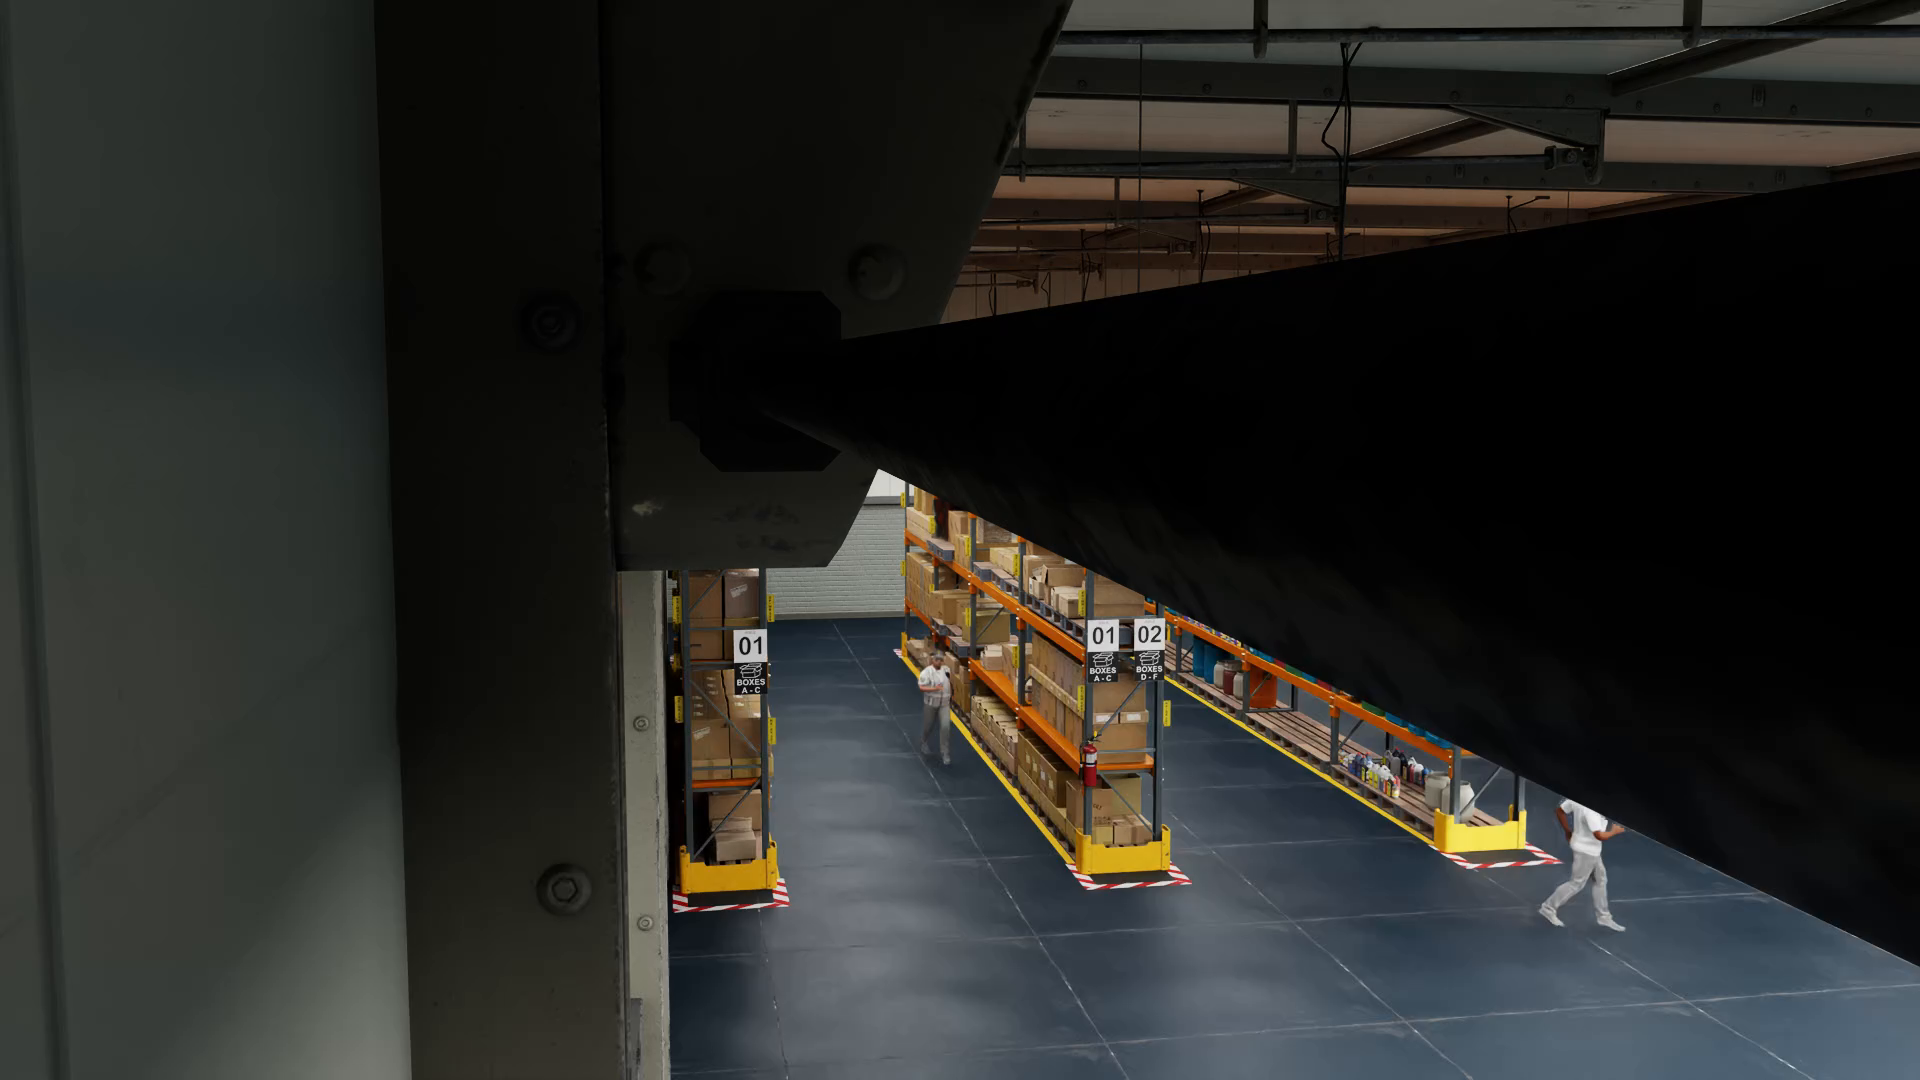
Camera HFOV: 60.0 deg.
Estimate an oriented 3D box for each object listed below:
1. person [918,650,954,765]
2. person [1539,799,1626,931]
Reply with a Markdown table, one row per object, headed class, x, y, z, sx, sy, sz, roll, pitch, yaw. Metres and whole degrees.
| class | x | y | z | sx | sy | sz | roll | pitch | yaw |
| --- | --- | --- | --- | --- | --- | --- | --- | --- | --- |
| person | -0.390 | 2.647 | 26.843 | 0.650 | 1.790 | 0.959 | -2 | 6 | -20 |
| person | 6.990 | 3.495 | 18.616 | 0.950 | 1.781 | 0.688 | 1 | 6 | 11 |
